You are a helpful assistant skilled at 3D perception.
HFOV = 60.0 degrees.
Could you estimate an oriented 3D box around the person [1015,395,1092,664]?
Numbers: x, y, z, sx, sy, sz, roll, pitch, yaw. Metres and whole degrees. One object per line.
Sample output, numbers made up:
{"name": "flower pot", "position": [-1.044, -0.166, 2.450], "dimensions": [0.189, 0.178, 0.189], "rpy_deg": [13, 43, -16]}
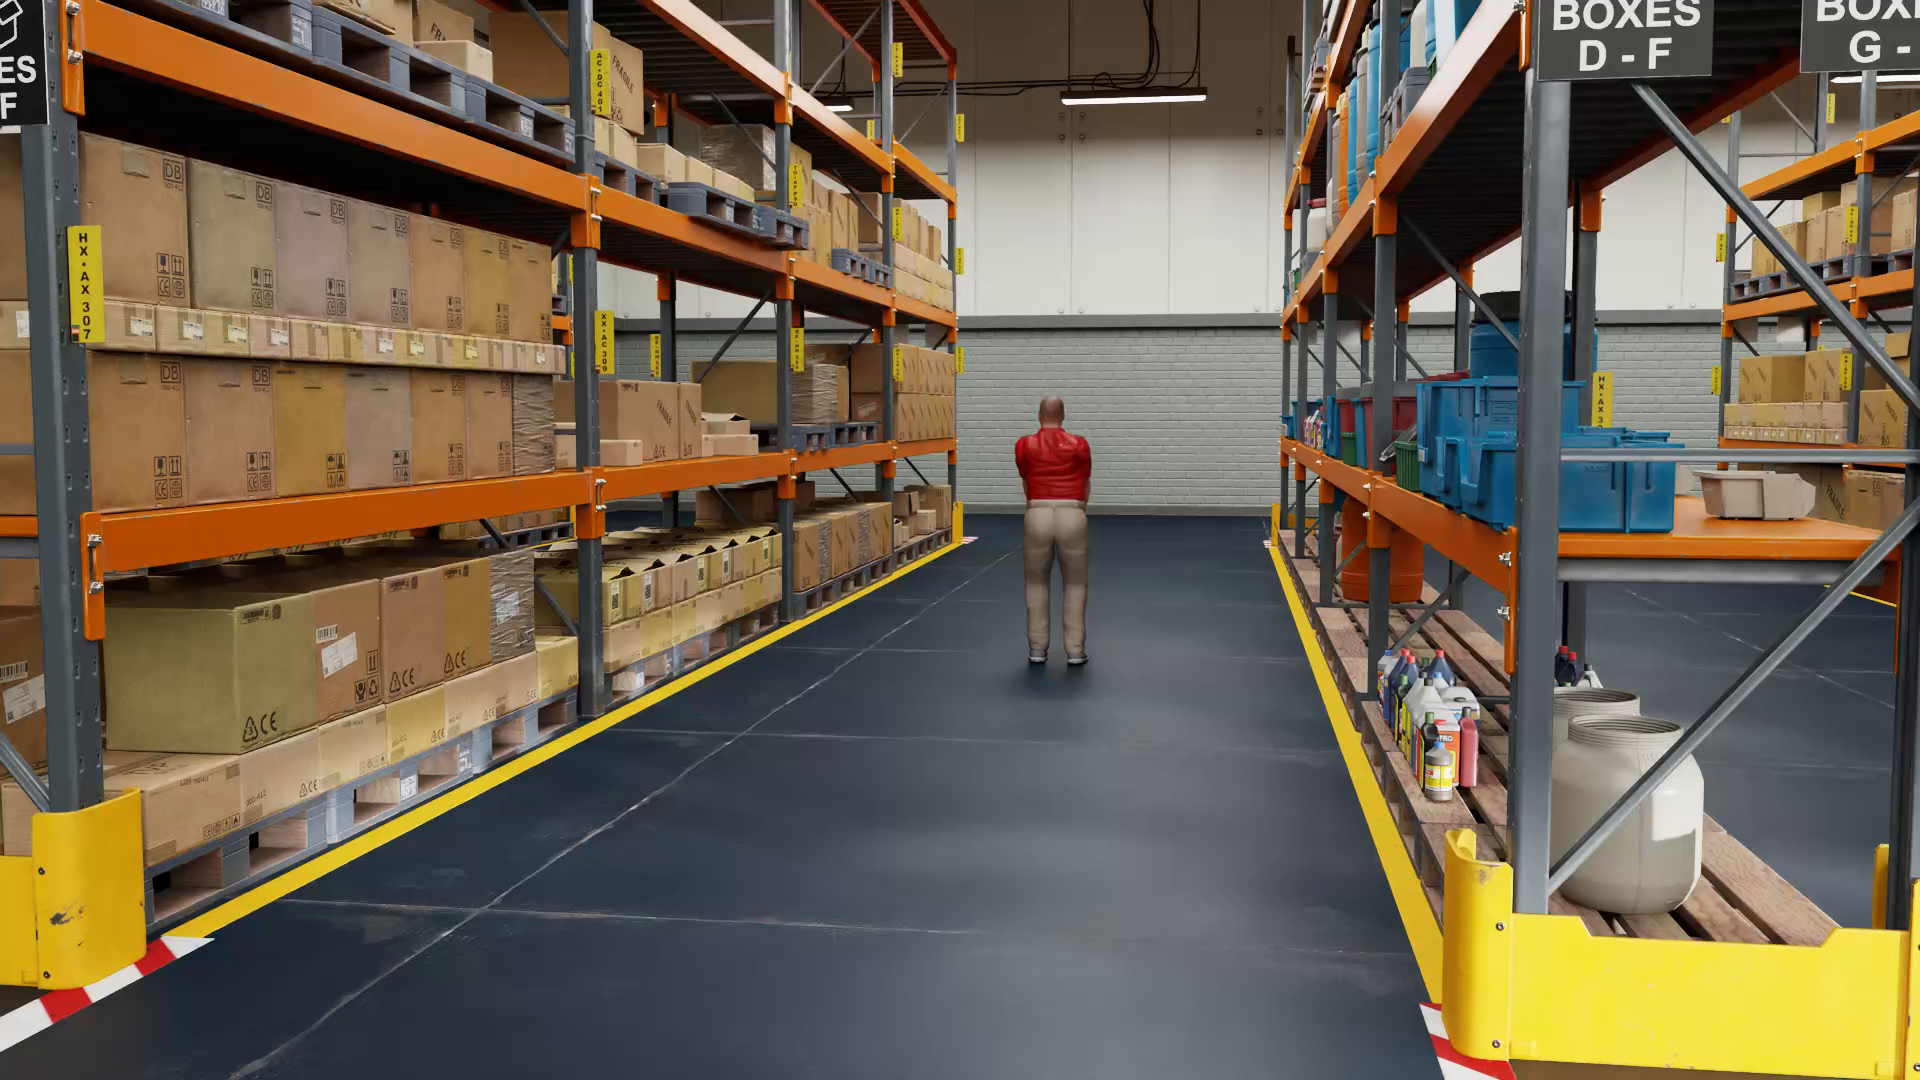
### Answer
{"name": "person", "position": [0.610, -0.072, 10.749], "dimensions": [0.491, 1.722, 0.533], "rpy_deg": [1, 4, 9]}
